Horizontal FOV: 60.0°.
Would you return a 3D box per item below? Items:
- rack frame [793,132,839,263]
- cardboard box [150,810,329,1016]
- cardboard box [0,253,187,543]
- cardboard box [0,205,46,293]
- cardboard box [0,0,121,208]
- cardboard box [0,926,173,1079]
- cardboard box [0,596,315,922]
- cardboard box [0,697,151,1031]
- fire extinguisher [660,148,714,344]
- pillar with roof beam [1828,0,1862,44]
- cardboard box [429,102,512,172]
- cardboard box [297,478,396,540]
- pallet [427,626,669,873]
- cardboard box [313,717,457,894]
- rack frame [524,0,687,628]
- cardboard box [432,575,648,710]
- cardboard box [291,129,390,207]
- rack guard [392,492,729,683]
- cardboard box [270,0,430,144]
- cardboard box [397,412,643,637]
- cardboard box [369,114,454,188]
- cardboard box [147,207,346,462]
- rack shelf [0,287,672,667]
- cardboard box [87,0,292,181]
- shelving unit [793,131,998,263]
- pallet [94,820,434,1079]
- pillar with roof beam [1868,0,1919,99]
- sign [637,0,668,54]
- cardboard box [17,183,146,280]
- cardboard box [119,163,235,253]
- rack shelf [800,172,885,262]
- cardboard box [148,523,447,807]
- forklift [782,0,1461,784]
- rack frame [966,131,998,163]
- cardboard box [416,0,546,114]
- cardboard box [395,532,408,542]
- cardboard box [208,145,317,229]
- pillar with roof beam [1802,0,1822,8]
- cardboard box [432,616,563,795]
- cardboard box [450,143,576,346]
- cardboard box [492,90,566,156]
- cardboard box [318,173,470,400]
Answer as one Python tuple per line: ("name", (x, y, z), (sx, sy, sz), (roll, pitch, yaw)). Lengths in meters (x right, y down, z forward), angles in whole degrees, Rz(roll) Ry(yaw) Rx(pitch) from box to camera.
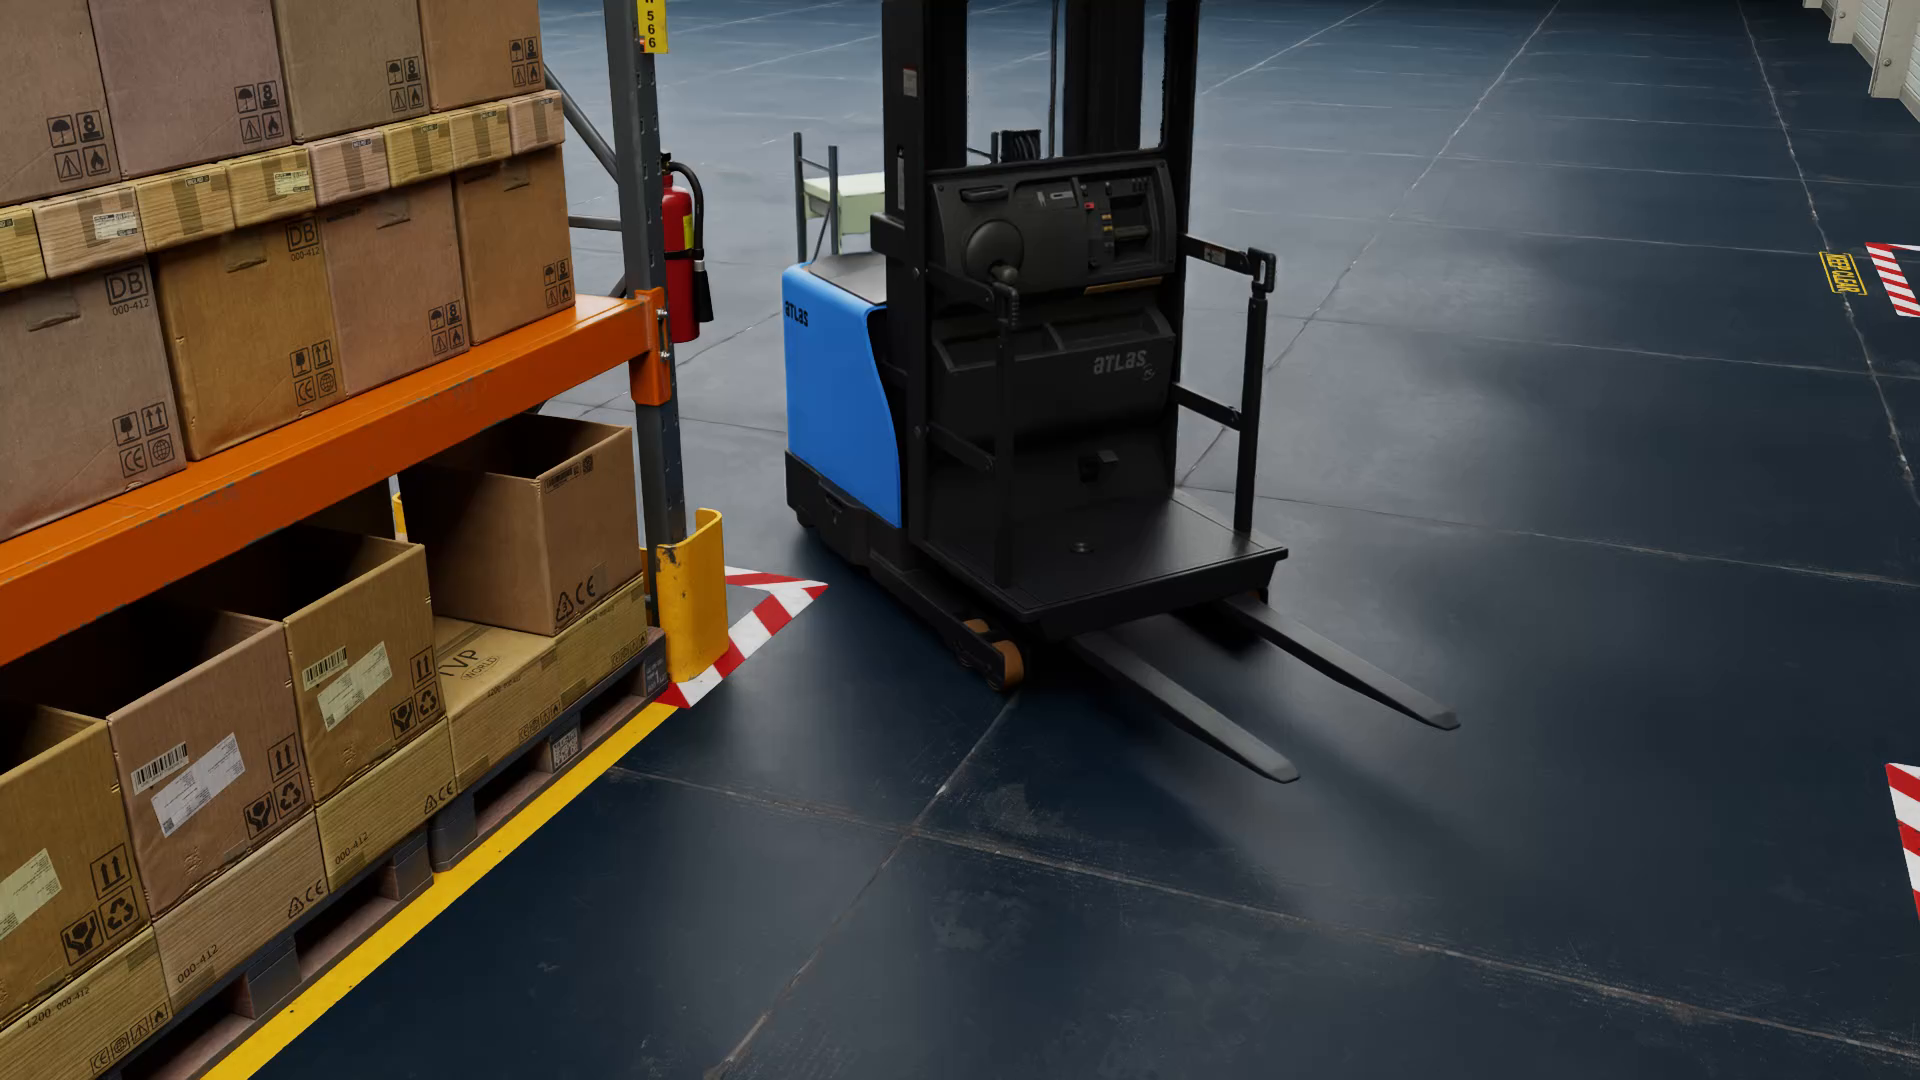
("rack frame", (-0.592, -0.941, 7.058), (0.023, 1.500, 0.400), (-11, 25, -25))
("cardboard box", (-1.877, 0.816, 3.926), (0.500, 0.250, 0.500), (9, 24, 20))
("cardboard box", (-2.164, -0.358, 3.585), (0.700, 0.500, 0.500), (10, 24, 22))
("cardboard box", (-2.040, -0.569, 3.248), (0.380, 0.149, 0.250), (9, 24, 20))
("cardboard box", (-2.174, -0.943, 3.303), (0.700, 0.500, 0.500), (9, 24, 20))
("cardboard box", (-2.057, 0.996, 3.496), (0.500, 0.250, 0.500), (9, 24, 20))
("cardboard box", (-1.874, 0.471, 3.781), (0.500, 0.500, 0.500), (9, 24, 20))
("cardboard box", (-2.058, 0.650, 3.352), (0.500, 0.500, 0.500), (9, 24, 20))
("fire extinguisher", (-0.931, -0.971, 5.284), (0.296, 0.674, 0.183), (9, 24, 20))
("pillar with roof beam", (8.656, -11.922, 23.617), (9.100, 9.000, 0.400), (9, 24, 20))
("cardboard box", (-1.467, -1.119, 4.566), (0.380, 0.149, 0.250), (9, 24, 21))
("cardboard box", (-1.996, 0.037, 4.820), (0.500, 0.500, 0.500), (9, 24, 20))
("pallet", (-1.651, 0.535, 5.195), (1.003, 0.211, 1.213), (9, 24, 20))
("cardboard box", (-1.690, 0.638, 4.354), (0.500, 0.250, 0.500), (9, 24, 20))
("rack frame", (-1.406, -1.031, 5.327), (1.000, 3.000, 0.127), (9, 24, 20))
("cardboard box", (-1.331, 0.278, 5.216), (0.500, 0.250, 0.500), (9, 24, 20))
("cardboard box", (-1.657, -0.938, 4.132), (0.380, 0.149, 0.250), (9, 24, 21))
("rack guard", (-1.397, 0.113, 5.830), (1.175, 0.500, 0.348), (9, 24, 20))
("cardboard box", (-1.801, -1.303, 4.165), (0.700, 0.500, 0.500), (8, 24, 19))
("cardboard box", (-1.329, -0.068, 5.070), (0.500, 0.500, 0.500), (9, 24, 20))
("cardboard box", (-1.562, -1.027, 4.347), (0.380, 0.149, 0.250), (8, 24, 19))
("cardboard box", (-1.972, -0.547, 4.038), (0.700, 0.500, 0.500), (9, 24, 20))
("rack shelf", (-2.149, 0.016, 3.753), (1.077, 0.370, 4.000), (9, 24, 20))
("cardboard box", (-1.988, -1.122, 3.733), (0.700, 0.500, 0.500), (9, 24, 20))
("shelving unit", (-0.268, -1.007, 7.215), (0.755, 1.500, 0.431), (-11, 25, -25))
("pallet", (-2.106, 0.970, 4.154), (1.003, 0.211, 1.213), (9, 24, 20))
("pillar with roof beam", (6.427, -9.775, 18.477), (9.100, 9.000, 0.400), (9, 24, 20))
("sign", (-0.907, -1.592, 4.861), (0.100, 0.325, 0.005), (9, 24, 20))
("cardboard box", (-1.945, -0.657, 3.461), (0.380, 0.149, 0.250), (8, 24, 19))
("cardboard box", (-1.851, -0.749, 3.681), (0.380, 0.149, 0.250), (9, 24, 22))
("rack shelf", (-0.268, -1.367, 7.065), (0.720, 0.370, 0.431), (-11, 25, -25))
("cardboard box", (-1.687, 0.292, 4.209), (0.500, 0.500, 0.500), (9, 24, 20))
("forklift", (0.440, -1.051, 5.464), (1.130, 2.935, 3.031), (-12, 26, -27))
("rack frame", (0.056, -1.073, 7.372), (0.023, 1.500, 0.400), (-11, 25, -25))
("cardboard box", (-1.611, -1.492, 4.617), (0.700, 0.500, 0.500), (9, 24, 20))
("cardboard box", (-1.812, 0.204, 5.393), (0.500, 0.250, 0.500), (9, 24, 20))
("cardboard box", (-1.755, -0.844, 3.907), (0.380, 0.149, 0.250), (10, 25, 22))
("pillar with roof beam", (10.884, -14.069, 28.757), (9.100, 9.000, 0.400), (9, 24, 20))
("cardboard box", (-1.505, 0.459, 4.783), (0.500, 0.250, 0.500), (9, 24, 20))
("cardboard box", (-1.591, -0.912, 4.912), (0.700, 0.500, 0.500), (9, 24, 20))
("cardboard box", (-1.371, -1.213, 4.790), (0.380, 0.149, 0.250), (8, 24, 19))
("cardboard box", (-1.782, -0.724, 4.461), (0.700, 0.500, 0.500), (9, 24, 21))
